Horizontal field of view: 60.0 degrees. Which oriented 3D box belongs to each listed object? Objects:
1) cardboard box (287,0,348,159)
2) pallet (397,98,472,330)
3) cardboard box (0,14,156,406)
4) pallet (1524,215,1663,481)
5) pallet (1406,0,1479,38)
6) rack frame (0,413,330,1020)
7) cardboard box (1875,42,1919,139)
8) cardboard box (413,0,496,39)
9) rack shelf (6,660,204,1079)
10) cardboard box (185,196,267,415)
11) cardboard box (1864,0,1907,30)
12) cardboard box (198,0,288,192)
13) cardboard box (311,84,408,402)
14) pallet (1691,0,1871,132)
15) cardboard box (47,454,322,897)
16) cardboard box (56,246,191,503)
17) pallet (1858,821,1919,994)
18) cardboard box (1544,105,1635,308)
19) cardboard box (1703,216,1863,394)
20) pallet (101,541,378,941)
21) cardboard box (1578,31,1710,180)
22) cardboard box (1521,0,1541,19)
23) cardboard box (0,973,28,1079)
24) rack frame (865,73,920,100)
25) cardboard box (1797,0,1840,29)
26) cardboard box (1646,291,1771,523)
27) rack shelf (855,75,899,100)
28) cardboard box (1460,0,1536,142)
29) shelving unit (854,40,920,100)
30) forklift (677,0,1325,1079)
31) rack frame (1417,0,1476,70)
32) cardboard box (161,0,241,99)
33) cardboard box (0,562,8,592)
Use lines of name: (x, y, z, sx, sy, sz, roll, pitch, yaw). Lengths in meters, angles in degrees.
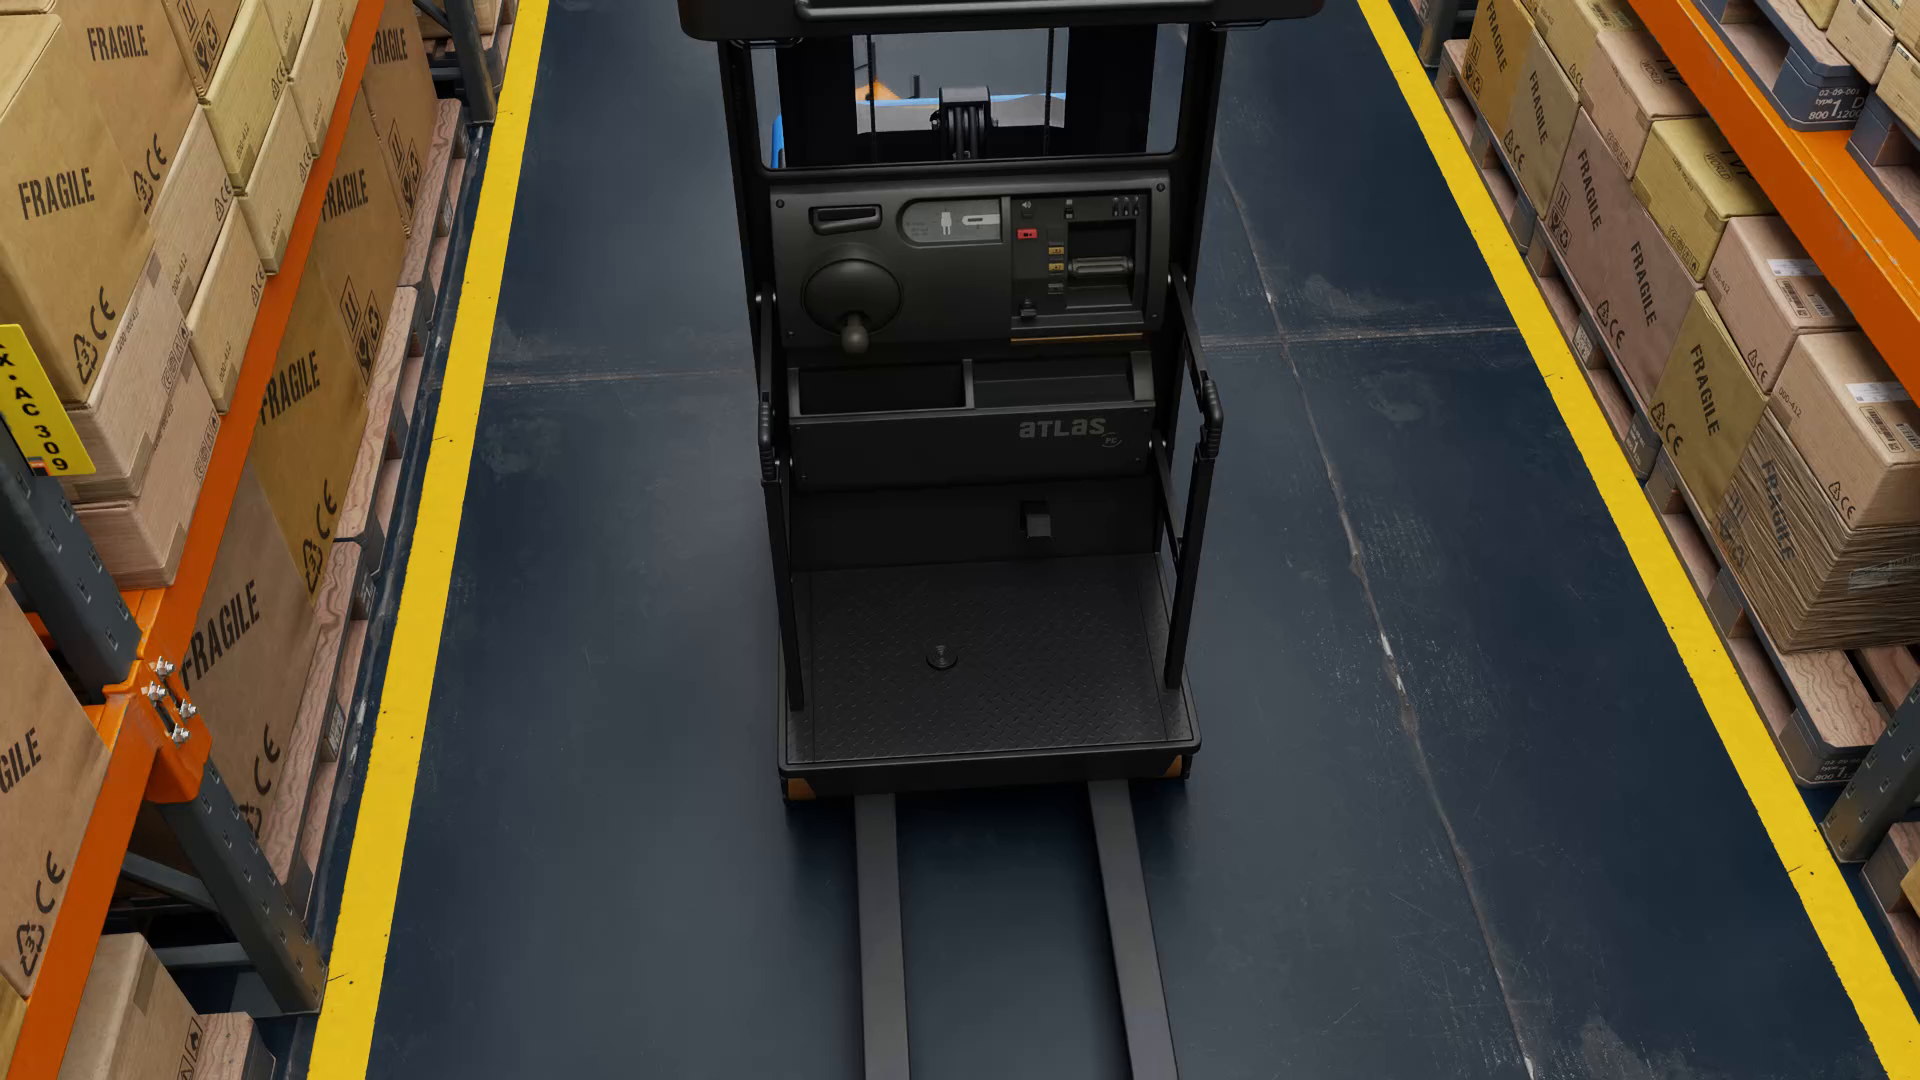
cardboard box: (-1.970, -1.257, 4.478, 0.500, 0.250, 0.500, -4, 47, -4)
pallet: (-2.436, -1.226, 6.266, 1.003, 0.211, 1.213, -3, 47, -3)
cardboard box: (-1.842, -0.580, 2.976, 0.500, 0.500, 0.500, -3, 47, -3)
pallet: (2.660, -0.729, 5.795, 1.003, 0.211, 1.213, -3, 47, -3)
pallet: (2.506, -2.750, 7.709, 1.003, 0.211, 1.213, -3, 47, -3)
rack frame: (-2.092, 0.134, 3.057, 1.000, 3.000, 0.127, -3, 47, -3)
cardboard box: (2.540, -1.123, 4.131, 0.380, 0.149, 0.250, -6, 47, -5)
cardboard box: (-2.464, -2.410, 6.987, 0.950, 0.372, 0.625, -6, 47, -6)
rack shelf: (-1.925, 1.829, 1.948, 1.077, 0.370, 4.000, -3, 47, -3)
cardboard box: (-1.911, -0.523, 3.783, 0.500, 0.250, 0.500, -5, 47, -4)
cardboard box: (2.513, -1.432, 4.219, 0.380, 0.149, 0.250, -6, 47, -5)
cardboard box: (-1.935, -1.064, 3.951, 0.500, 0.250, 0.500, -3, 47, -3)
cardboard box: (-2.381, -1.023, 5.327, 0.875, 0.875, 0.875, -3, 47, -3)
pallet: (2.704, -1.638, 4.868, 1.003, 0.211, 1.213, -3, 47, -3)
cardboard box: (-2.224, 0.277, 4.096, 0.875, 0.875, 0.875, -2, 47, -2)
cardboard box: (-1.848, -0.322, 3.248, 0.500, 0.250, 0.500, -5, 47, -4)
pallet: (2.924, 1.203, 3.965, 1.003, 0.211, 1.213, -3, 47, -3)
cardboard box: (2.395, -1.157, 5.712, 0.500, 0.500, 0.500, -5, 47, -4)
cardboard box: (2.488, -0.679, 4.743, 0.500, 0.250, 0.500, -1, 47, -1)
pallet: (-2.232, 0.539, 4.594, 1.003, 0.211, 1.213, -3, 47, -3)
cardboard box: (2.385, -1.437, 5.461, 0.500, 0.250, 0.500, -3, 47, -3)
cardboard box: (2.314, -2.163, 6.148, 0.500, 0.250, 0.500, -5, 47, -5)
cardboard box: (-1.750, 0.792, 2.365, 0.500, 0.500, 0.500, -5, 47, -4)
rack frame: (-0.210, -1.050, 5.521, 0.200, 1.050, 0.008, -28, 53, -24)
cardboard box: (2.489, -1.515, 4.503, 0.380, 0.149, 0.250, -2, 47, -2)
cardboard box: (2.477, -0.416, 5.010, 0.500, 0.500, 0.500, -4, 47, -4)
rack shelf: (-0.282, -1.309, 5.390, 0.215, 0.259, 0.240, -28, 53, -24)
cardboard box: (2.302, -1.891, 6.408, 0.500, 0.500, 0.500, -5, 47, -5)
shelving unit: (-0.282, -1.121, 5.589, 0.215, 1.050, 0.252, -28, 53, -24)
forklift: (0.046, -0.552, 3.754, 1.130, 2.935, 3.031, -3, 47, -3)
rack frame: (2.497, -3.134, 6.152, 1.000, 3.000, 0.127, -3, 47, -3)
cardboard box: (-1.952, -1.309, 3.667, 0.500, 0.500, 0.500, -5, 47, -4)
cardboard box: (-1.777, 0.081, 2.350, 0.500, 0.500, 0.500, -4, 47, -4)
